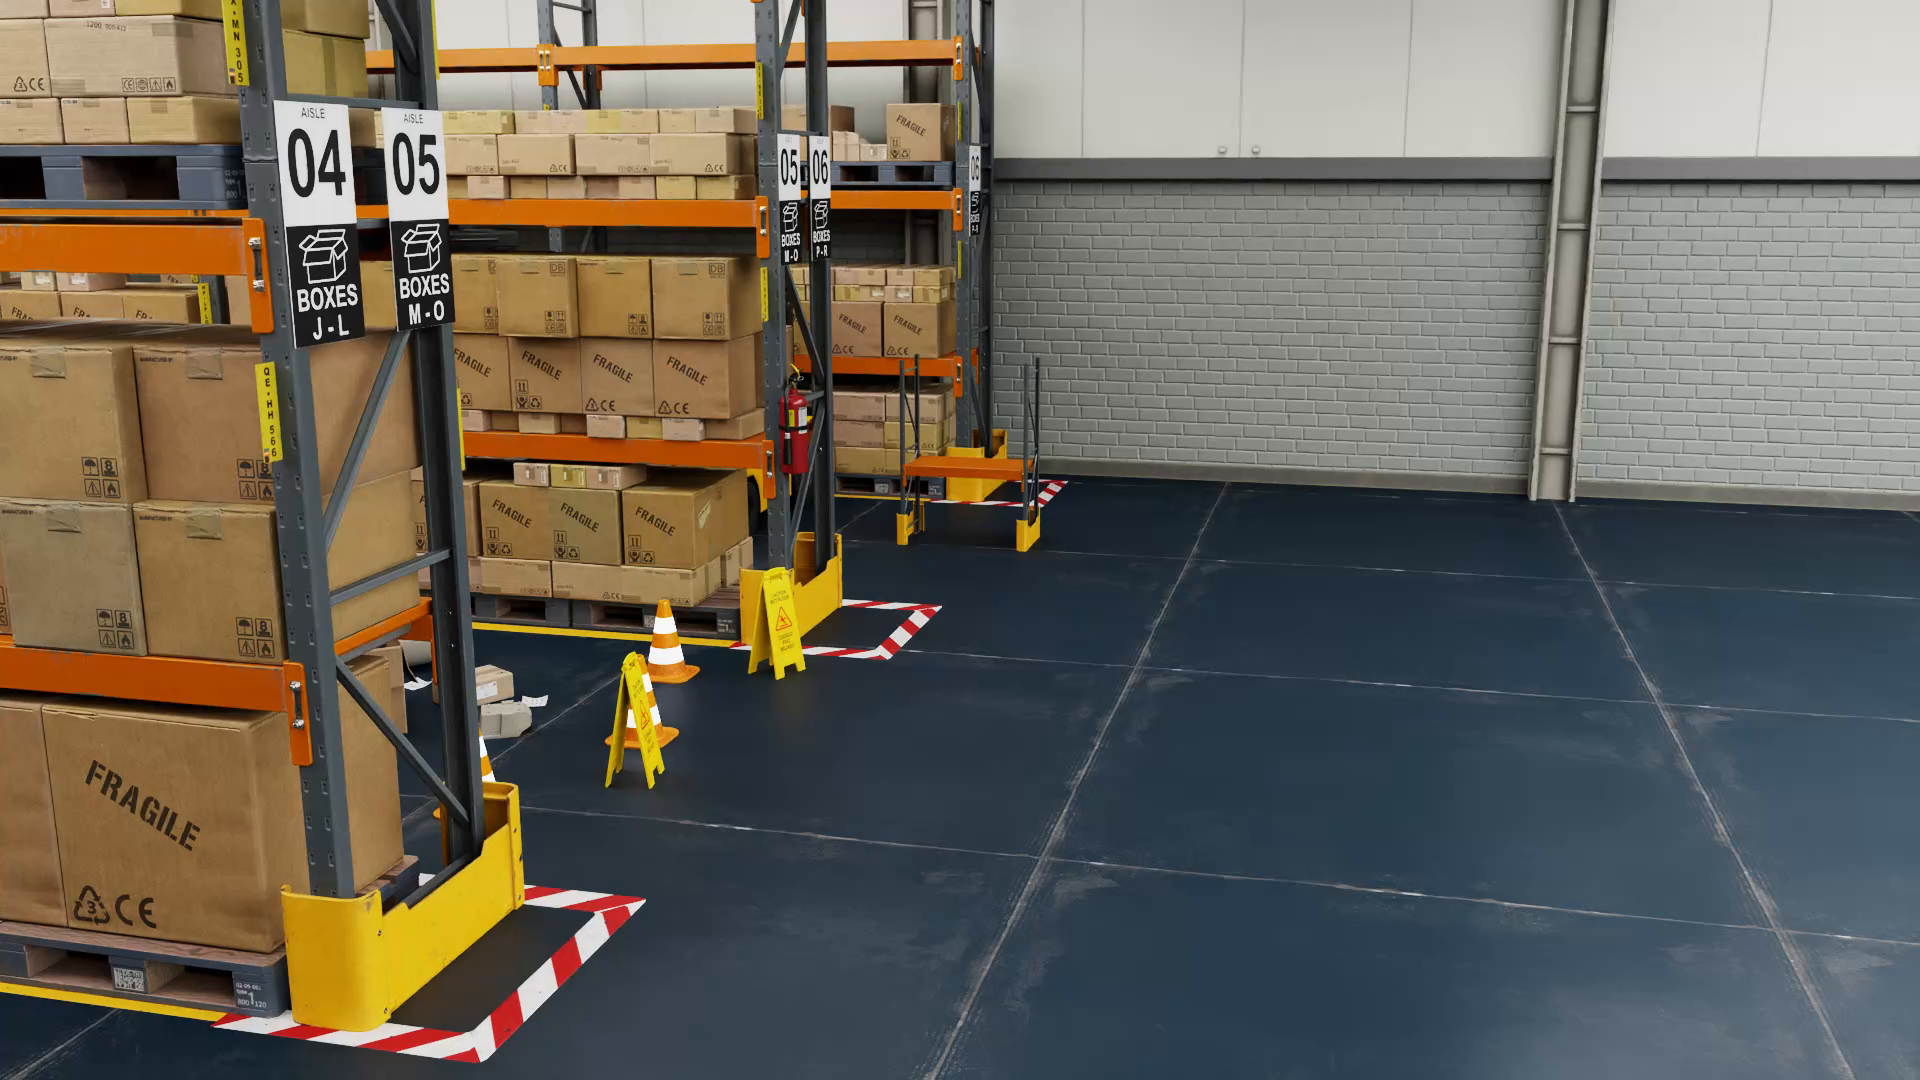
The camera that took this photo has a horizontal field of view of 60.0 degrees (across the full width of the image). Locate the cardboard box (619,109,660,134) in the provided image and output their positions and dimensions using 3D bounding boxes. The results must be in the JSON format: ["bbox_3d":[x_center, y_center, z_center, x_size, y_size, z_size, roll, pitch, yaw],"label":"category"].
[{"bbox_3d":[-1.936,-2.616,10.414,0.250,0.149,0.380,3,13,13],"label":"cardboard box"}]

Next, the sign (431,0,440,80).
[{"bbox_3d":[-1.993,-1.899,6.241,0.005,0.325,0.100,3,13,14],"label":"sign"}]

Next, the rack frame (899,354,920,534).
[{"bbox_3d":[-0.411,-0.754,13.670,0.032,1.500,0.500,3,13,14],"label":"rack frame"}]

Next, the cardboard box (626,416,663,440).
[{"bbox_3d":[-1.975,-0.758,10.806,0.250,0.149,0.380,3,13,13],"label":"cardboard box"}]

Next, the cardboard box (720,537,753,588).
[{"bbox_3d":[-1.761,0.138,11.563,0.500,0.250,0.500,3,13,13],"label":"cardboard box"}]

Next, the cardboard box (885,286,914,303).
[{"bbox_3d":[-0.517,-2.274,15.331,0.250,0.149,0.380,3,13,14],"label":"cardboard box"}]

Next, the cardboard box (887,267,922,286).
[{"bbox_3d":[-0.503,-2.434,15.364,0.250,0.149,0.380,3,13,14],"label":"cardboard box"}]

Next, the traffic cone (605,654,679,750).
[{"bbox_3d":[-1.706,0.840,8.881,0.334,0.463,0.336,3,13,14],"label":"traffic cone"}]

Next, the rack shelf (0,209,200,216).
[{"bbox_3d":[-6.869,-2.323,12.016,4.000,0.370,1.077,3,13,14],"label":"rack shelf"}]

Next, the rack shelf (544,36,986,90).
[{"bbox_3d":[-1.800,-4.429,15.505,4.000,0.370,1.077,3,13,14],"label":"rack shelf"}]

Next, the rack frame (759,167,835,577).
[{"bbox_3d":[-1.044,-0.899,10.860,0.127,3.000,1.000,3,13,14],"label":"rack frame"}]

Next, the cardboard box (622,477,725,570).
[{"bbox_3d":[-1.884,-0.114,10.971,0.500,0.500,0.500,3,13,14],"label":"cardboard box"}]

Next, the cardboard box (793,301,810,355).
[{"bbox_3d":[-1.398,-2.017,15.670,0.500,0.500,0.500,3,13,12],"label":"cardboard box"}]

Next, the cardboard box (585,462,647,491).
[{"bbox_3d":[-2.257,-0.436,10.923,0.250,0.149,0.380,3,13,15],"label":"cardboard box"}]

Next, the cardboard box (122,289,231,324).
[{"bbox_3d":[-5.431,-1.481,11.597,0.500,0.500,0.500,3,13,12],"label":"cardboard box"}]

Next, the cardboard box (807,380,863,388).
[{"bbox_3d":[-1.249,-1.412,16.242,0.500,0.250,0.500,3,13,13],"label":"cardboard box"}]

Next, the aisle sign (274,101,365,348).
[{"bbox_3d":[-2.135,-1.055,5.562,0.004,0.787,0.394,3,13,14],"label":"aisle sign"}]

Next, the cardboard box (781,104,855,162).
[{"bbox_3d":[-1.317,-3.756,15.380,0.500,0.500,0.700,3,13,14],"label":"cardboard box"}]

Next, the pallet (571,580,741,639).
[{"bbox_3d":[-1.898,0.409,11.403,1.213,0.211,1.003,3,13,14],"label":"pallet"}]

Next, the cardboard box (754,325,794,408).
[{"bbox_3d":[-1.437,-1.176,11.190,0.500,0.500,0.500,3,13,13],"label":"cardboard box"}]

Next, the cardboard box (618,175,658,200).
[{"bbox_3d":[-1.957,-2.227,10.502,0.250,0.149,0.380,3,13,15],"label":"cardboard box"}]

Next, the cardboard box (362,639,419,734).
[{"bbox_3d":[-3.356,0.761,9.141,0.637,0.503,0.797,-6,14,-25],"label":"cardboard box"}]

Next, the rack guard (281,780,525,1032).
[{"bbox_3d":[-2.109,1.369,6.410,0.348,0.500,1.175,3,13,14],"label":"rack guard"}]

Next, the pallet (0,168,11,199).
[{"bbox_3d":[-4.043,-1.373,6.276,1.213,0.211,1.003,3,13,14],"label":"pallet"}]

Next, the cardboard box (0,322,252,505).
[{"bbox_3d":[-3.039,-0.490,6.176,0.550,0.550,0.875,3,13,14],"label":"cardboard box"}]

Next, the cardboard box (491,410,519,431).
[{"bbox_3d":[-2.938,-0.834,11.148,0.250,0.149,0.380,3,13,14],"label":"cardboard box"}]

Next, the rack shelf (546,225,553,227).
[{"bbox_3d":[-5.684,-3.367,16.722,4.000,0.370,1.077,3,13,14],"label":"rack shelf"}]

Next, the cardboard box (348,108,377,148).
[{"bbox_3d":[-2.388,-1.533,6.175,0.250,0.149,0.380,3,13,14],"label":"cardboard box"}]

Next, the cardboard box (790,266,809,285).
[{"bbox_3d":[-1.520,-2.473,15.540,0.250,0.149,0.380,3,13,15],"label":"cardboard box"}]

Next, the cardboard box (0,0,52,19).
[{"bbox_3d":[-3.031,-1.810,5.581,0.250,0.149,0.380,3,13,14],"label":"cardboard box"}]

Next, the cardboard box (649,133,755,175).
[{"bbox_3d":[-1.605,-2.405,10.383,0.500,0.250,0.500,3,13,13],"label":"cardboard box"}]

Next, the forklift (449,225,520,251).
[{"bbox_3d":[-4.251,-1.496,13.711,1.130,2.935,3.031,-8,15,-33],"label":"forklift"}]

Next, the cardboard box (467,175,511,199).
[{"bbox_3d":[-2.959,-2.271,10.697,0.250,0.149,0.380,3,13,13],"label":"cardboard box"}]

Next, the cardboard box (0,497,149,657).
[{"bbox_3d":[-3.042,0.040,6.280,0.550,0.550,0.875,3,13,14],"label":"cardboard box"}]

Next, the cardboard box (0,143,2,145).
[{"bbox_3d":[-3.275,-1.434,5.726,0.250,0.149,0.380,3,13,14],"label":"cardboard box"}]

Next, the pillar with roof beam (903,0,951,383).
[{"bbox_3d":[-1.350,-4.192,11.852,0.400,9.000,9.100,3,13,14],"label":"pillar with roof beam"}]

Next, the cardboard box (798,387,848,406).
[{"bbox_3d":[-1.370,-1.301,15.744,0.500,0.250,0.500,3,13,14],"label":"cardboard box"}]

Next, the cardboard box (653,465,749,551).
[{"bbox_3d":[-1.784,-0.229,11.487,0.500,0.500,0.500,3,13,12],"label":"cardboard box"}]

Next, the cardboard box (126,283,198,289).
[{"bbox_3d":[-5.800,-1.616,12.205,0.500,0.500,0.500,3,13,14],"label":"cardboard box"}]

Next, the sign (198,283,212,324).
[{"bbox_3d":[-5.057,-1.555,11.143,0.005,0.325,0.100,3,13,14],"label":"sign"}]

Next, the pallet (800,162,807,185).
[{"bbox_3d":[-1.727,-3.469,15.723,1.213,0.211,1.003,3,13,14],"label":"pallet"}]

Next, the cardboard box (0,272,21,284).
[{"bbox_3d":[-7.155,-2.004,12.457,0.250,0.149,0.380,2,13,11],"label":"cardboard box"}]

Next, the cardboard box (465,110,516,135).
[{"bbox_3d":[-2.940,-2.658,10.602,0.250,0.149,0.380,3,13,15],"label":"cardboard box"}]

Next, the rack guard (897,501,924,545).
[{"bbox_3d":[-0.409,-0.144,13.805,0.087,0.250,0.587,3,13,14],"label":"rack guard"}]

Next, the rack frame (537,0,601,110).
[{"bbox_3d":[-3.742,-5.079,15.851,0.127,3.000,1.000,3,13,14],"label":"rack frame"}]

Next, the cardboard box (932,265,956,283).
[{"bbox_3d":[-0.133,-2.516,15.733,0.250,0.149,0.380,3,13,12],"label":"cardboard box"}]

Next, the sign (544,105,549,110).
[{"bbox_3d":[-3.862,-3.906,15.569,0.005,0.325,0.100,3,13,14],"label":"sign"}]

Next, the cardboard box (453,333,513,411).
[{"bbox_3d":[-3.094,-1.147,11.061,0.500,0.500,0.500,3,13,14],"label":"cardboard box"}]

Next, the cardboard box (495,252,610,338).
[{"bbox_3d":[-2.602,-1.594,10.768,0.500,0.500,0.700,3,13,13],"label":"cardboard box"}]

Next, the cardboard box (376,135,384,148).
[{"bbox_3d":[-3.580,-2.509,10.851,0.500,0.250,0.500,3,13,14],"label":"cardboard box"}]

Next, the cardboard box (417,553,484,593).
[{"bbox_3d":[-3.383,0.171,11.418,0.500,0.250,0.500,3,13,13],"label":"cardboard box"}]

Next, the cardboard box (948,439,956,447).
[{"bbox_3d":[-0.288,-0.872,16.118,0.500,0.250,0.500,3,13,14],"label":"cardboard box"}]

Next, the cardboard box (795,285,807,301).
[{"bbox_3d":[-1.513,-2.329,15.577,0.250,0.149,0.380,3,13,14],"label":"cardboard box"}]

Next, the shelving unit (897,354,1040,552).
[{"bbox_3d":[0.074,-0.728,13.553,1.083,1.500,0.587,3,13,14],"label":"shelving unit"}]

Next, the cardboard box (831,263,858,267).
[{"bbox_3d":[-1.137,-2.572,15.985,0.250,0.149,0.380,3,13,15],"label":"cardboard box"}]
